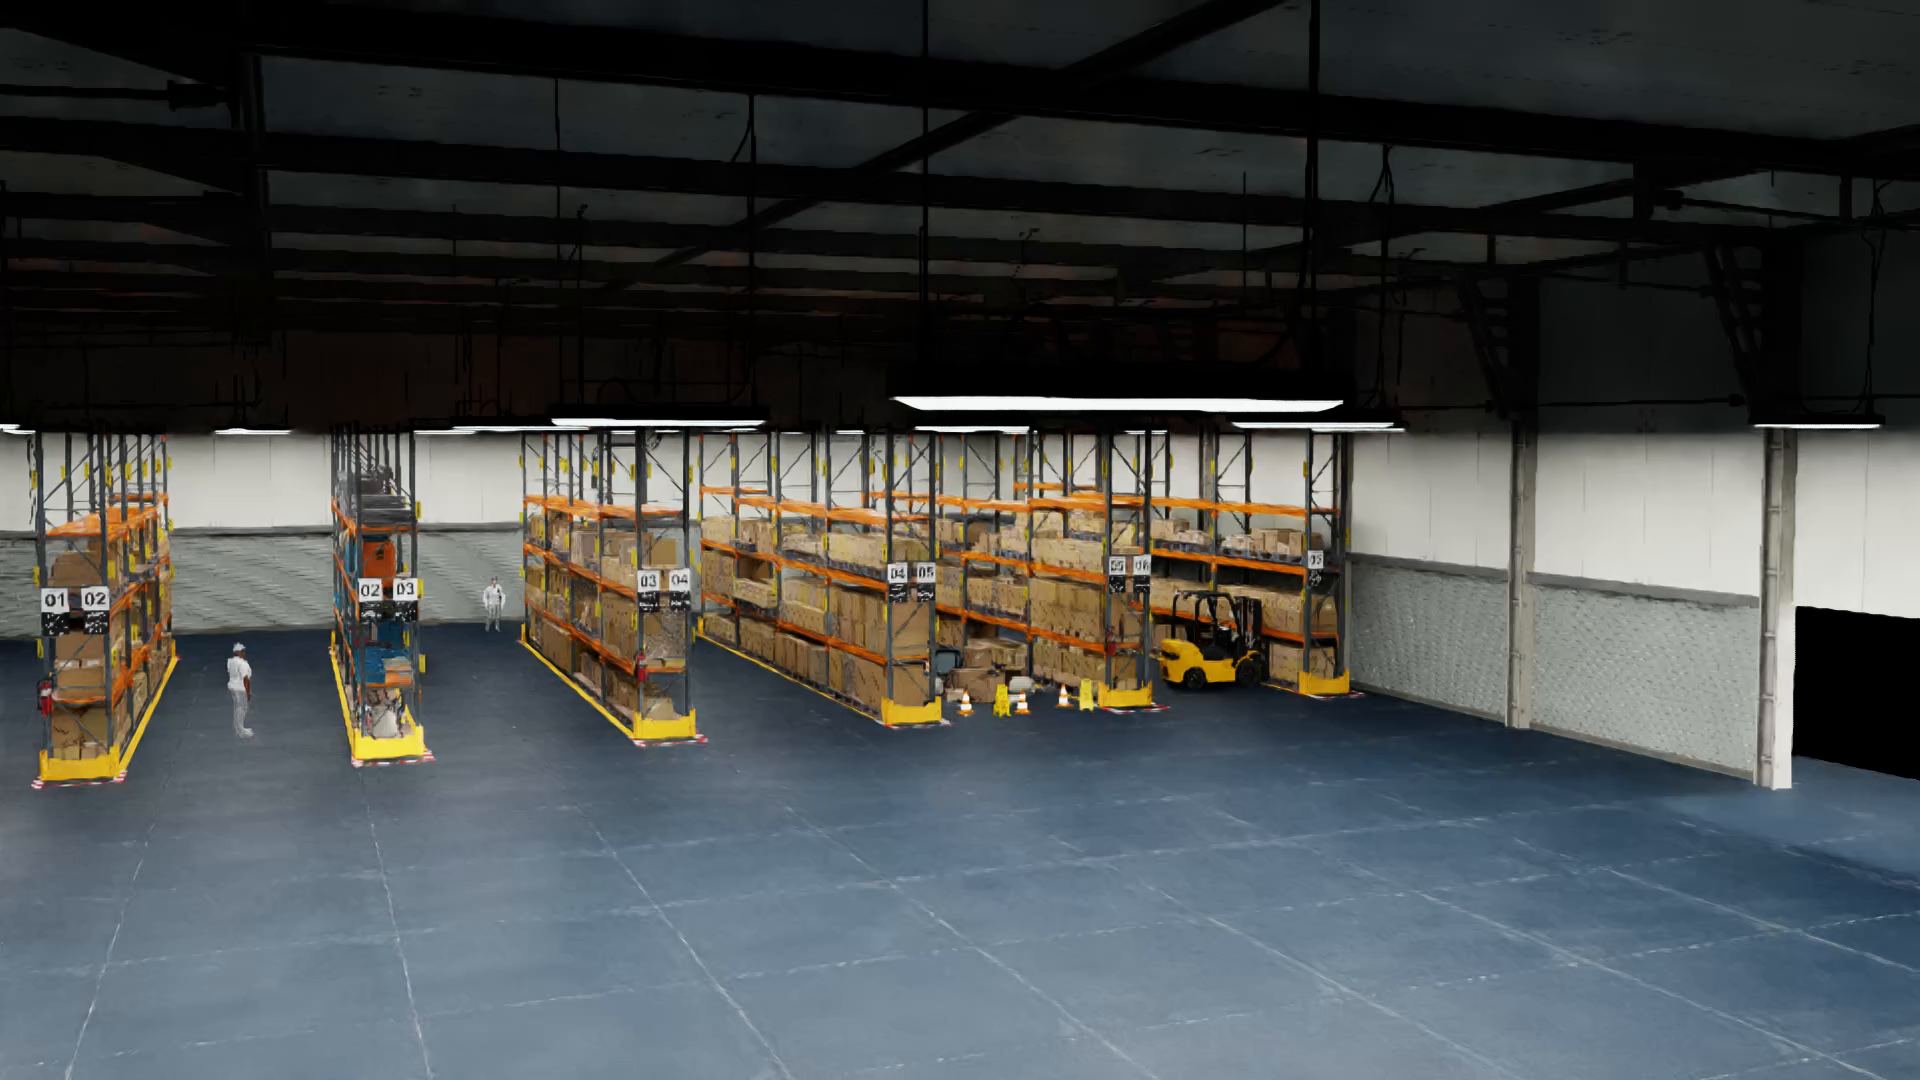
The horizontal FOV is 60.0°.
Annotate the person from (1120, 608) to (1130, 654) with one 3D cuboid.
[{"bbox_3d":[3.858,2.423,39.249,0.463,1.677,0.524,1,4,8],"label":"person"}]

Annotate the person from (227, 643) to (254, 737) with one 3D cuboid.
[{"bbox_3d":[-13.679,2.841,31.694,0.632,1.768,0.453,3,5,39],"label":"person"}]

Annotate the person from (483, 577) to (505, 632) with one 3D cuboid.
[{"bbox_3d":[-13.634,1.877,48.647,0.637,1.632,0.512,-2,4,-23],"label":"person"}]
